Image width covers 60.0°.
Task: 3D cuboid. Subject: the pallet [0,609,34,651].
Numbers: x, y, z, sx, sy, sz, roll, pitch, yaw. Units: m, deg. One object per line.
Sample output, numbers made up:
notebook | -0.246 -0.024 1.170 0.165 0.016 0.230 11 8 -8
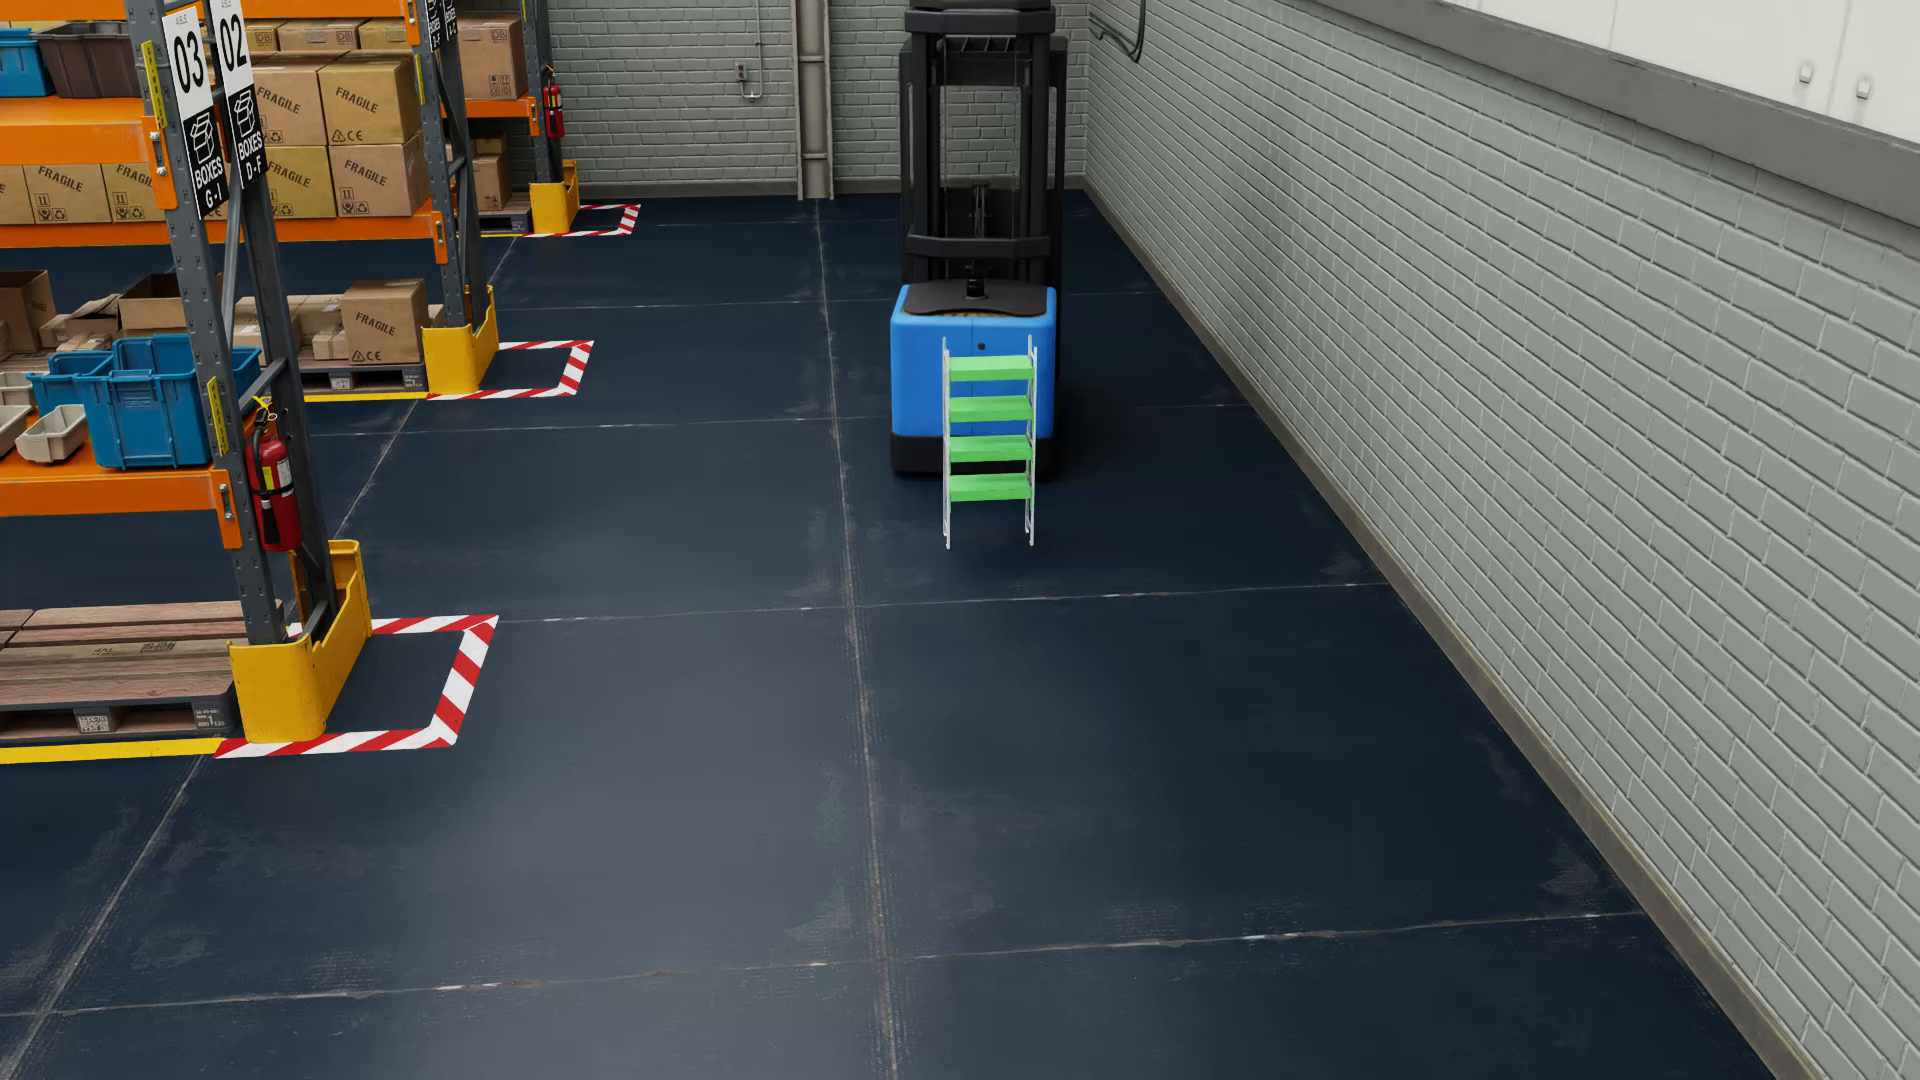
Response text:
pallet | -5.241 0.671 7.981 1.213 0.211 1.003 -2 24 -5

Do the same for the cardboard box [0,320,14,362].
cardboard box | -7.230 -1.412 12.003 0.500 0.311 0.500 -2 24 -5

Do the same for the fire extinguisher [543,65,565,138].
fire extinguisher | -3.983 -4.286 16.254 0.183 0.674 0.296 -2 24 -5

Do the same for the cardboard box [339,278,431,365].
cardboard box | -4.205 -1.608 12.210 0.500 0.500 0.500 -2 24 -5

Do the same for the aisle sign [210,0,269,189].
aisle sign | -3.162 -1.979 7.308 0.004 0.787 0.394 -2 24 -5

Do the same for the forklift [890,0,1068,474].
forklift | 0.164 -2.311 11.340 1.130 2.935 3.031 1 24 3

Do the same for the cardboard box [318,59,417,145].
cardboard box | -4.104 -3.044 11.551 0.500 0.500 0.500 -3 24 -6

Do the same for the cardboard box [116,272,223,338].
cardboard box | -5.799 -1.648 12.296 0.637 0.503 0.797 -2 24 -5

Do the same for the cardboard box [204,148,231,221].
cardboard box | -5.120 -2.548 11.667 0.500 0.500 0.500 -2 24 -5

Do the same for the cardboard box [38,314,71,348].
cardboard box | -6.762 -1.585 12.592 0.250 0.149 0.380 -2 24 -5

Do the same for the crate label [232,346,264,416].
crate label | -3.483 -0.742 7.859 0.303 0.233 0.416 -2 24 -5

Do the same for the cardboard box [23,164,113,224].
cardboard box | -6.127 -2.507 11.575 0.500 0.500 0.500 -2 24 -5

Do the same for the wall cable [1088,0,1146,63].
wall cable | 1.485 -6.076 16.164 0.112 2.526 3.097 -2 24 -5

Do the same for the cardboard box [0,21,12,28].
cardboard box | -9.109 -4.908 15.661 0.500 0.250 0.500 -2 24 -4

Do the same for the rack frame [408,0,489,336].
rack frame | -3.688 -2.670 12.065 0.127 3.000 1.000 -2 24 -5

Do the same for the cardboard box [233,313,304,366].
cardboard box | -5.153 -1.468 12.203 0.500 0.250 0.500 -2 24 -5

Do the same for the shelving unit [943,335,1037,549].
shelving unit | 0.165 -0.555 9.521 0.503 1.200 0.258 -2 24 -5

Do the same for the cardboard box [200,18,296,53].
cardboard box | -6.891 -4.692 16.243 0.700 0.700 0.980 -3 24 -6

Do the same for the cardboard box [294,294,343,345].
cardboard box | -4.755 -1.688 12.698 0.500 0.250 0.500 -2 24 -5

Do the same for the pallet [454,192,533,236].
pallet | -4.967 -3.335 16.992 1.213 0.211 1.003 -2 24 -5

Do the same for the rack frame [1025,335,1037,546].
rack frame | 0.408 -0.565 9.543 0.015 1.200 0.240 -2 24 -5

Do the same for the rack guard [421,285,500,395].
rack guard | -3.764 -1.525 12.565 0.348 0.500 1.175 -2 24 -5

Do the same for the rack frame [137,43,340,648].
rack frame | -3.205 -0.668 7.560 0.127 3.000 1.000 -2 24 -5

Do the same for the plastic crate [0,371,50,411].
plastic crate | -4.485 -0.692 7.864 0.298 0.136 0.250 -2 24 -5

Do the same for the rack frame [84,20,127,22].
rack frame | -8.159 -4.513 16.210 0.127 3.000 1.000 -2 24 -5

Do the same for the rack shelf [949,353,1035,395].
rack shelf | 0.165 -0.935 9.352 0.480 0.148 0.258 -2 24 -5

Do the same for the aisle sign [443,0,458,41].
aisle sign | -3.649 -3.980 11.810 0.004 0.787 0.394 -2 24 -5

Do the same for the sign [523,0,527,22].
sign | -4.139 -5.090 15.791 0.005 0.325 0.100 -2 24 -5

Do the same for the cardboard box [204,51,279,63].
cardboard box | -5.173 -3.220 11.947 0.500 0.500 0.500 -2 24 -4

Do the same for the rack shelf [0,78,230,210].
rack shelf | -5.195 -1.630 6.917 4.000 0.370 1.077 -2 24 -5

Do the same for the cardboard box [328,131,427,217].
cardboard box | -4.107 -2.588 11.756 0.500 0.500 0.500 -2 24 -4

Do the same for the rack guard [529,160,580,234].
rack guard | -4.155 -3.531 17.079 0.348 0.500 1.175 -2 24 -5

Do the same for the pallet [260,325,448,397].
pallet | -4.557 -1.361 12.552 1.213 0.211 1.003 -2 24 -5

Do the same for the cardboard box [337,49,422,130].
cardboard box | -4.155 -3.262 12.041 0.500 0.500 0.500 -2 24 -4

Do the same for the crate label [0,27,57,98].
crate label | -4.155 -2.064 7.192 0.502 0.251 0.408 -2 24 -5

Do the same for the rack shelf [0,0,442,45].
rack shelf | -5.678 -3.632 11.422 4.000 0.370 1.077 -2 24 -5

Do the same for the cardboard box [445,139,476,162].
cardboard box | -4.975 -3.871 16.529 0.250 0.149 0.380 -3 24 -6

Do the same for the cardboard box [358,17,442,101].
cardboard box | -5.408 -4.751 16.378 0.700 0.700 0.980 -2 24 -6

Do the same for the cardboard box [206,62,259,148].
cardboard box | -5.122 -3.001 11.454 0.500 0.500 0.500 -2 24 -4

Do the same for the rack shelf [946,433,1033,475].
rack shelf | 0.165 -0.496 9.547 0.480 0.148 0.258 -2 24 -5

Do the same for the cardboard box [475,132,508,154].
cardboard box | -4.761 -4.036 16.899 0.250 0.149 0.380 -2 24 -5

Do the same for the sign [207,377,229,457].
sign | -3.135 -0.521 7.028 0.005 0.325 0.100 -2 24 -5

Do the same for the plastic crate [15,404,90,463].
plastic crate | -3.999 -0.469 7.363 0.243 0.136 0.396 -2 24 -5
